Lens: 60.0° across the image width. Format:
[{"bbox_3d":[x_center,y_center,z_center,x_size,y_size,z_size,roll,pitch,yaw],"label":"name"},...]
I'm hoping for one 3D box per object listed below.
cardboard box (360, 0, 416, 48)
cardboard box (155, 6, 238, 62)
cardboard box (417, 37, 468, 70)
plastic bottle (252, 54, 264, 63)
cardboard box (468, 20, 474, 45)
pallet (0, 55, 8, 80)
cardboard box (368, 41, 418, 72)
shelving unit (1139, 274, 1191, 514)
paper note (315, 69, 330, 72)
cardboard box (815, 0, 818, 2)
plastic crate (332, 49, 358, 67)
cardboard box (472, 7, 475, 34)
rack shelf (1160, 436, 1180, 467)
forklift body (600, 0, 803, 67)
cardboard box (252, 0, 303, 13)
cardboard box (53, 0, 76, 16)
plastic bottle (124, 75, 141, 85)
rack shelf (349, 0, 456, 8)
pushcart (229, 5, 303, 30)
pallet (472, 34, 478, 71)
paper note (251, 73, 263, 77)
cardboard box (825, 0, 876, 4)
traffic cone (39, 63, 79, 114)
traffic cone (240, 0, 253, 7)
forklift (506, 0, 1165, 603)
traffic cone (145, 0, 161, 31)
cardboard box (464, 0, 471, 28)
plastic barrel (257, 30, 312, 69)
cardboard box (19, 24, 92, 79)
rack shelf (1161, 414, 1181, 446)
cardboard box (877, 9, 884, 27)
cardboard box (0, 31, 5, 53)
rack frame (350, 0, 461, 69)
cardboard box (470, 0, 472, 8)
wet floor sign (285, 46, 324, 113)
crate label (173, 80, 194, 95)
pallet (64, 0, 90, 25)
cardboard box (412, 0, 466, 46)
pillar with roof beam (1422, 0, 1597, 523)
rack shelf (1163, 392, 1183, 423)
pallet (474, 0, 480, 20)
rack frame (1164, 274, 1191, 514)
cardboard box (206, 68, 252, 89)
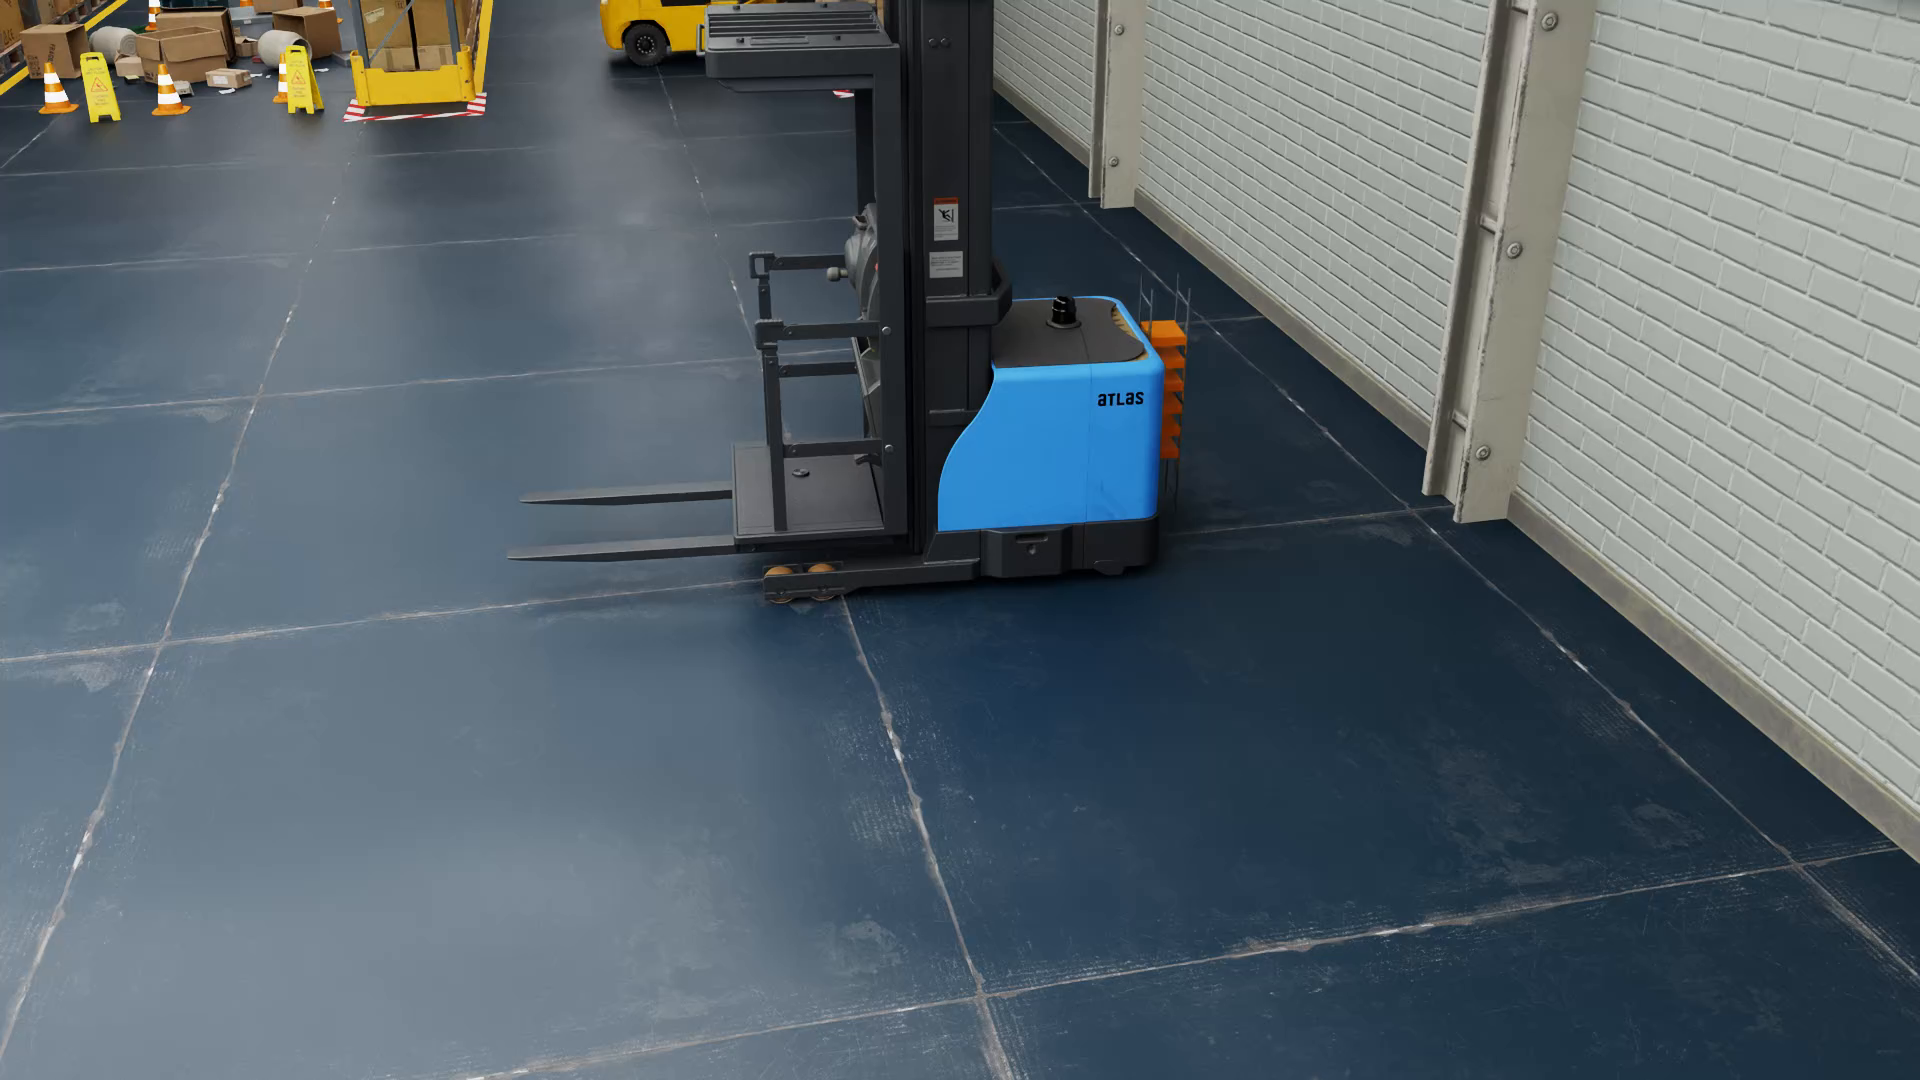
[{"bbox_3d":[-6.071,-5.511,17.592,0.500,0.500,0.500,-6,27,-11],"label":"cardboard box"},{"bbox_3d":[-8.718,-5.761,18.954,0.797,0.637,0.503,-6,27,-12],"label":"cardboard box"},{"bbox_3d":[-5.549,-5.233,17.874,0.500,0.250,0.500,-6,27,-12],"label":"cardboard box"},{"bbox_3d":[-8.074,-5.578,19.233,0.133,0.061,0.283,-1,27,-3],"label":"plastic bottle"},{"bbox_3d":[-5.792,-5.696,18.792,0.500,0.250,0.500,-4,27,-8],"label":"cardboard box"},{"bbox_3d":[-10.964,-4.976,17.875,1.003,0.211,1.213,-6,27,-12],"label":"pallet"},{"bbox_3d":[-6.086,-5.189,17.787,0.500,0.250,0.500,-6,27,-12],"label":"cardboard box"},{"bbox_3d":[0.998,-0.716,8.337,0.189,1.200,0.258,-3,27,-7],"label":"shelving unit"},{"bbox_3d":[-7.173,-5.289,18.694,0.142,0.019,0.148,-16,31,-29],"label":"paper note"},{"bbox_3d":[-1.455,-6.207,19.250,0.500,0.250,0.500,-7,28,-13],"label":"cardboard box"},{"bbox_3d":[-6.983,-5.571,19.198,0.402,0.080,0.583,-16,31,-29],"label":"plastic crate"},{"bbox_3d":[-6.013,-6.142,19.675,0.500,0.250,0.500,-7,28,-13],"label":"cardboard box"},{"bbox_3d":[0.998,-0.462,8.465,0.180,0.103,0.258,-3,27,-7],"label":"rack shelf"},{"bbox_3d":[-3.006,-6.665,19.067,2.313,2.155,1.214,-6,27,-12],"label":"forklift body"},{"bbox_3d":[-8.265,-6.675,20.079,0.500,0.500,0.500,-6,27,-12],"label":"cardboard box"},{"bbox_3d":[-11.779,-6.970,20.761,1.050,0.750,0.750,-6,27,-12],"label":"cardboard box"},{"bbox_3d":[-9.036,-5.026,18.140,0.133,0.061,0.283,-16,31,-29],"label":"plastic bottle"},{"bbox_3d":[-6.087,-6.448,18.494,1.077,0.370,4.000,-6,27,-12],"label":"rack shelf"},{"bbox_3d":[-8.748,-6.223,20.160,1.648,0.377,0.936,-16,31,-29],"label":"pushcart"},{"bbox_3d":[-6.074,-5.574,19.059,1.003,0.211,1.213,-6,27,-12],"label":"pallet"},{"bbox_3d":[-7.834,-5.161,18.454,0.148,0.019,0.142,3,27,6],"label":"paper note"},{"bbox_3d":[-1.209,-5.973,18.231,0.500,0.250,0.500,-5,27,-10],"label":"cardboard box"},{"bbox_3d":[-9.173,-4.589,16.827,0.336,0.463,0.334,-6,27,-12],"label":"traffic cone"},{"bbox_3d":[-9.221,-6.942,21.490,0.336,0.463,0.334,-6,27,-12],"label":"traffic cone"},{"bbox_3d":[-0.618,-1.270,7.513,3.031,2.935,1.130,-4,27,-7],"label":"forklift"},{"bbox_3d":[-10.169,-6.709,21.029,0.336,0.463,0.334,-6,27,-12],"label":"traffic cone"},{"bbox_3d":[-5.782,-6.028,18.617,0.500,0.500,0.500,-5,27,-11],"label":"cardboard box"},{"bbox_3d":[-7.577,-5.494,18.664,0.512,0.421,0.421,13,30,24],"label":"plastic barrel"},{"bbox_3d":[-9.988,-5.408,18.406,0.500,0.500,0.500,-1,27,-3],"label":"cardboard box"},{"bbox_3d":[0.998,-0.569,8.411,0.180,0.103,0.258,-3,27,-7],"label":"rack shelf"},{"bbox_3d":[-0.705,-5.807,18.457,0.500,0.250,0.500,-5,27,-11],"label":"cardboard box"},{"bbox_3d":[-11.057,-5.660,18.027,0.875,0.875,0.875,-6,27,-11],"label":"cardboard box"},{"bbox_3d":[-5.637,-5.891,16.592,1.000,3.000,0.127,-6,27,-12],"label":"rack frame"},{"bbox_3d":[-6.027,-6.486,19.524,0.500,0.500,0.500,-5,27,-11],"label":"cardboard box"},{"bbox_3d":[-6.636,-4.648,16.742,0.267,0.644,0.232,3,27,6],"label":"wet floor sign"},{"bbox_3d":[-8.233,-4.747,17.504,0.250,0.136,0.298,-23,35,-38],"label":"crate label"},{"bbox_3d":[-11.864,-6.723,21.335,1.003,0.211,1.213,-6,27,-12],"label":"pallet"},{"bbox_3d":[-5.555,-5.578,17.726,0.500,0.500,0.500,-7,28,-13],"label":"cardboard box"},{"bbox_3d":[-1.570,-3.767,5.726,9.100,9.000,0.400,-6,27,-12],"label":"pillar with roof beam"},{"bbox_3d":[0.998,-0.676,8.357,0.180,0.103,0.258,-3,27,-7],"label":"rack shelf"},{"bbox_3d":[-6.715,-6.744,21.376,1.003,0.211,1.213,-6,27,-12],"label":"pallet"},{"bbox_3d":[1.089,-0.721,8.348,0.006,1.200,0.240,-3,27,-7],"label":"rack frame"},{"bbox_3d":[-7.900,-4.988,17.967,0.380,0.149,0.250,8,28,15],"label":"cardboard box"}]
